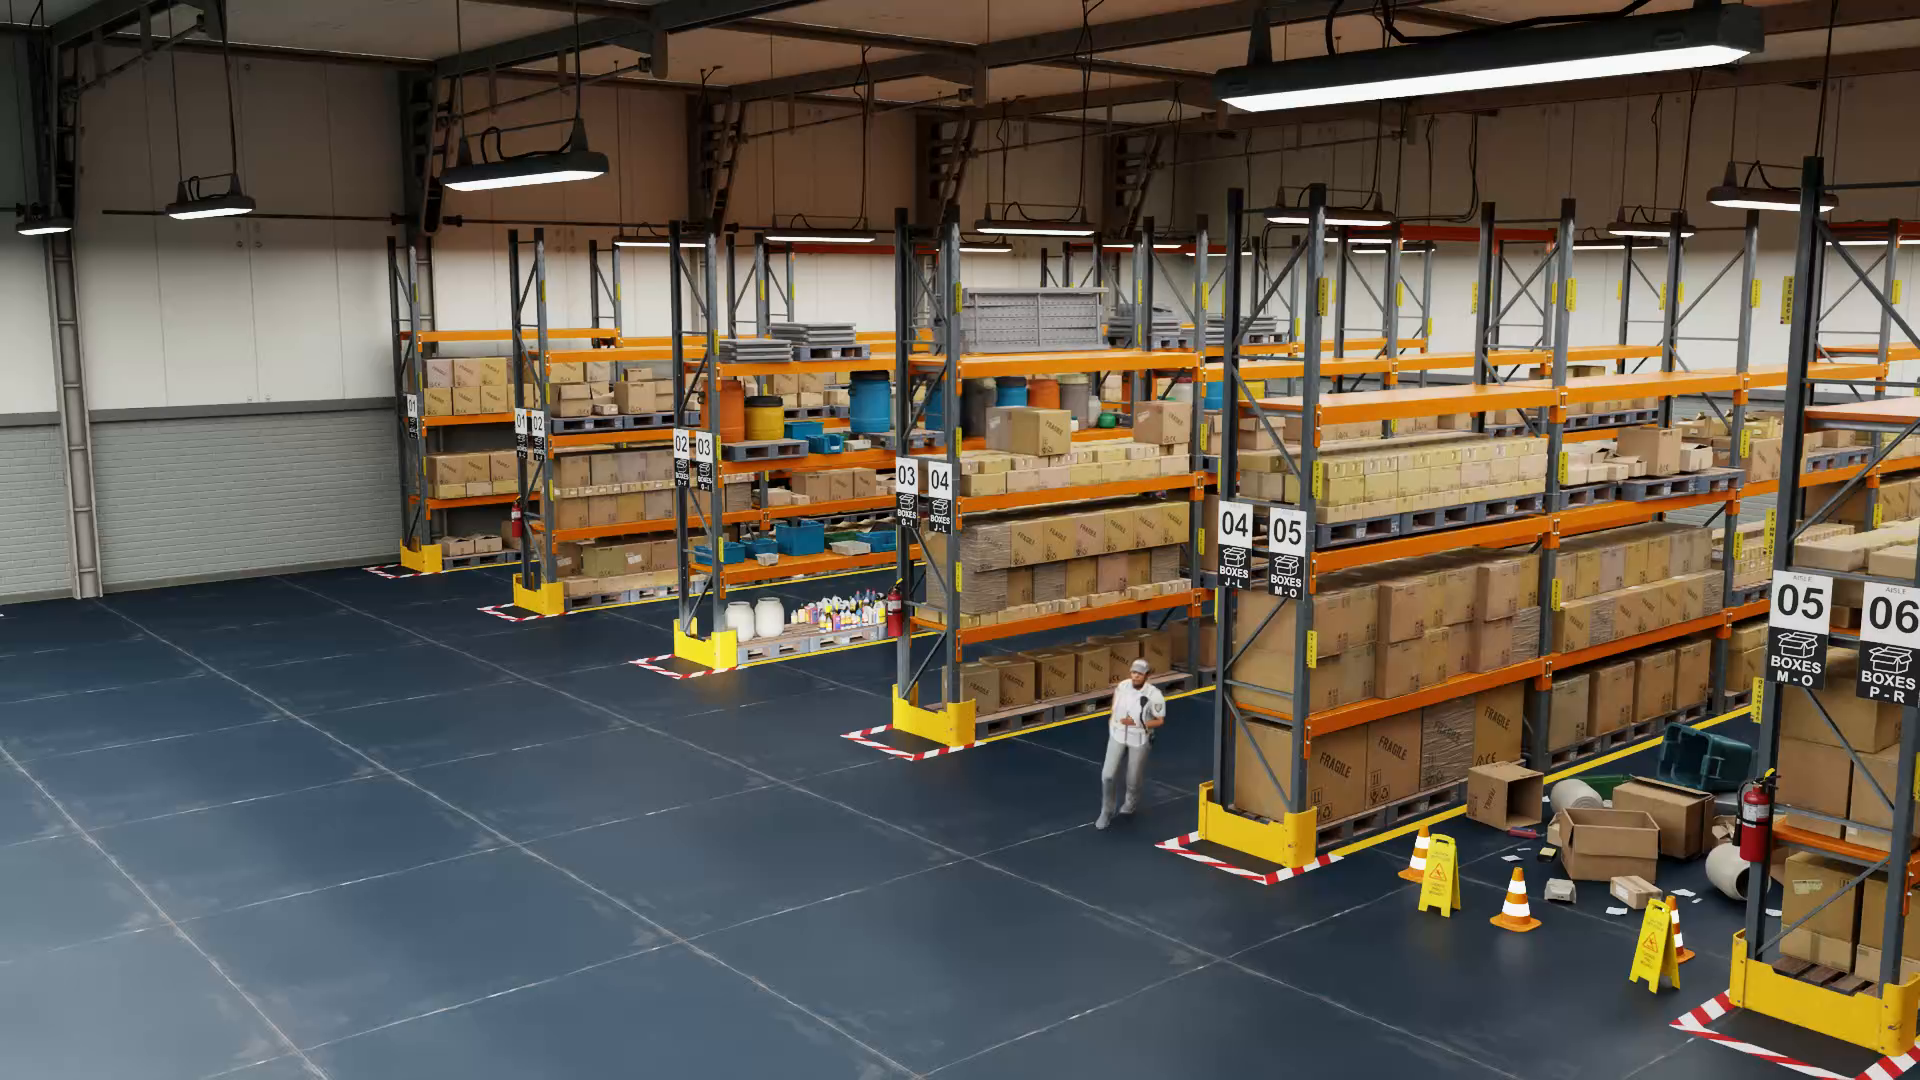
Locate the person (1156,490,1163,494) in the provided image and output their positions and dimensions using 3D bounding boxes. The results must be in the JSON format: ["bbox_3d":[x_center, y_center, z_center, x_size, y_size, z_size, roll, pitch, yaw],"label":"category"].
[{"bbox_3d":[4.033,-0.656,32.700,0.540,1.580,0.889,8,12,41],"label":"person"}]

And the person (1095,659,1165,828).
[{"bbox_3d":[1.673,1.950,15.932,0.644,1.713,0.643,4,10,23],"label":"person"}]
